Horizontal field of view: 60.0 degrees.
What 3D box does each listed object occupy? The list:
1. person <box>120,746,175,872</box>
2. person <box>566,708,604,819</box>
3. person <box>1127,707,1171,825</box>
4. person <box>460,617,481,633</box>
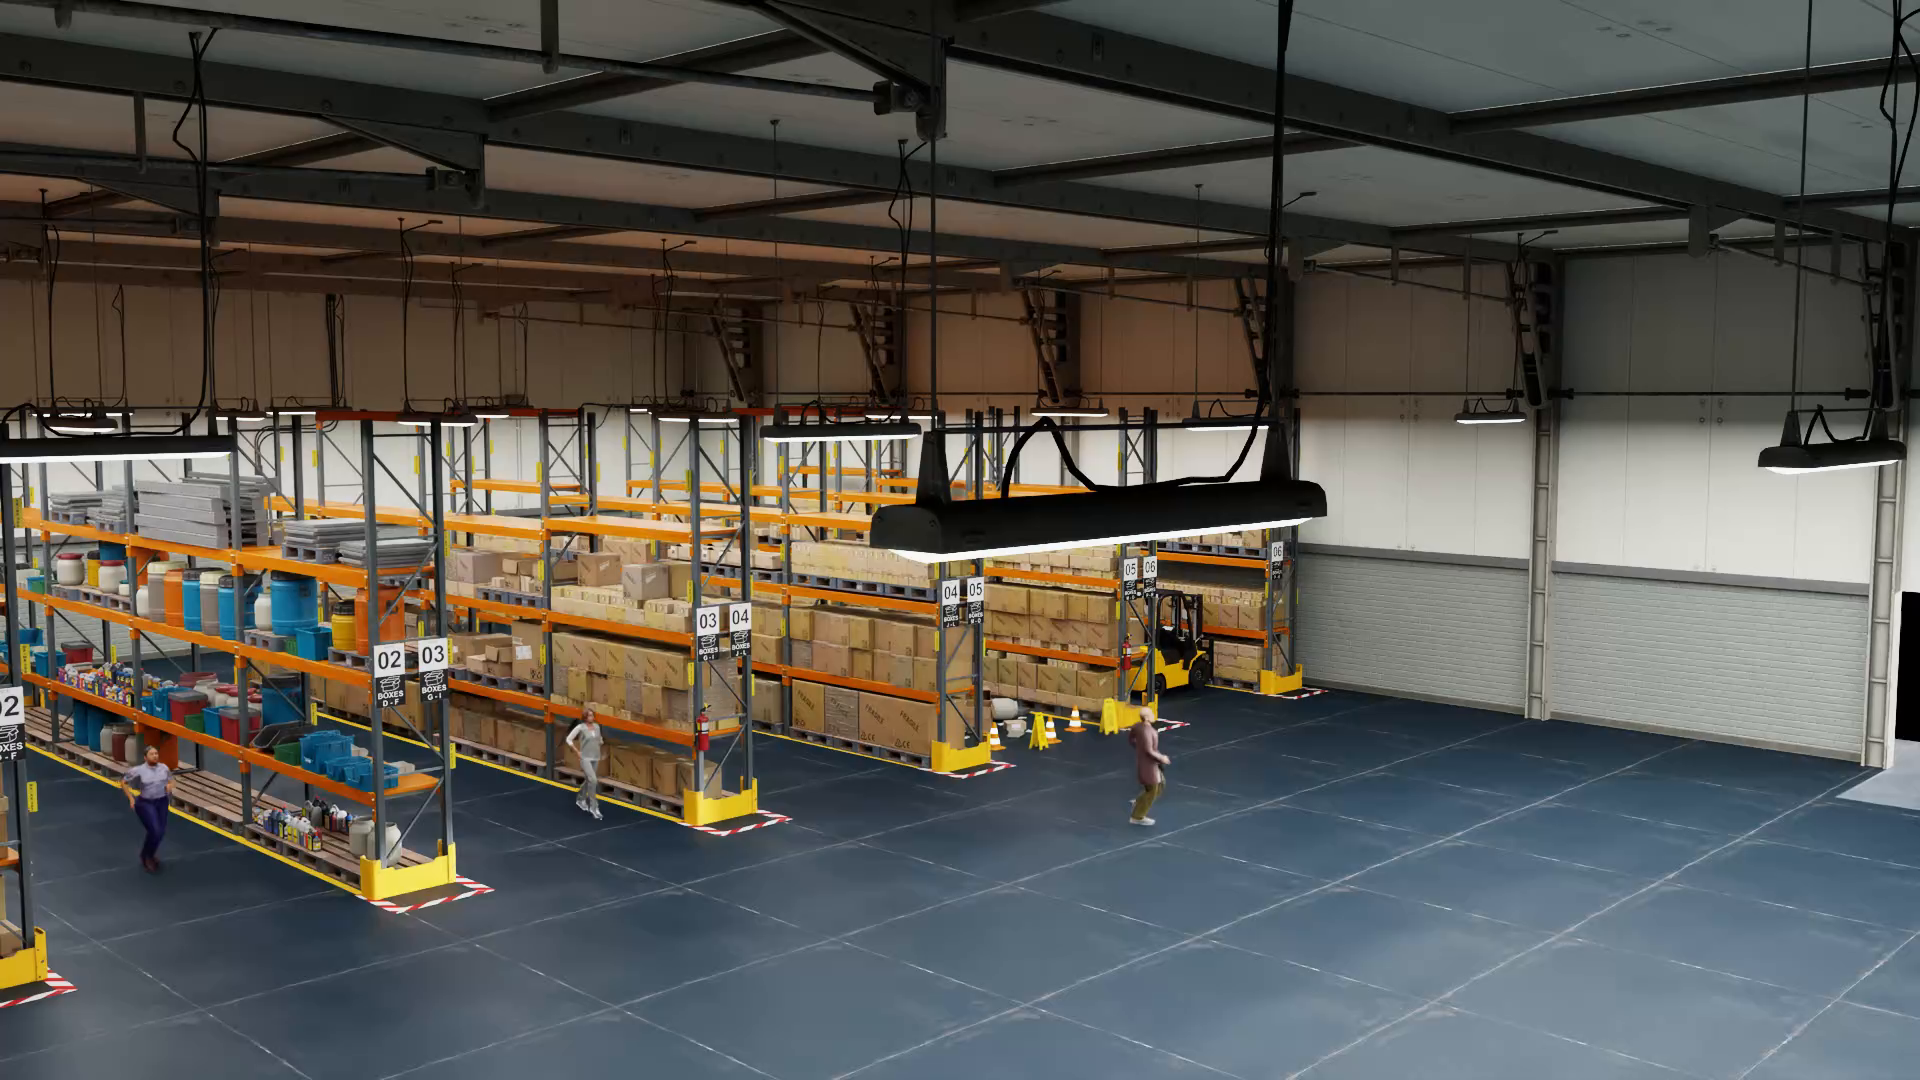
[{"bbox_3d":[-10.718,3.563,22.088,0.682,1.660,0.577,3,6,32],"label":"person"},{"bbox_3d":[-5.568,3.321,24.887,0.675,1.636,0.521,4,6,37],"label":"person"},{"bbox_3d":[2.776,3.305,24.401,0.585,1.738,0.721,-1,5,-6],"label":"person"},{"bbox_3d":[-11.946,1.854,40.663,0.786,1.748,0.642,0,5,-5],"label":"person"}]
